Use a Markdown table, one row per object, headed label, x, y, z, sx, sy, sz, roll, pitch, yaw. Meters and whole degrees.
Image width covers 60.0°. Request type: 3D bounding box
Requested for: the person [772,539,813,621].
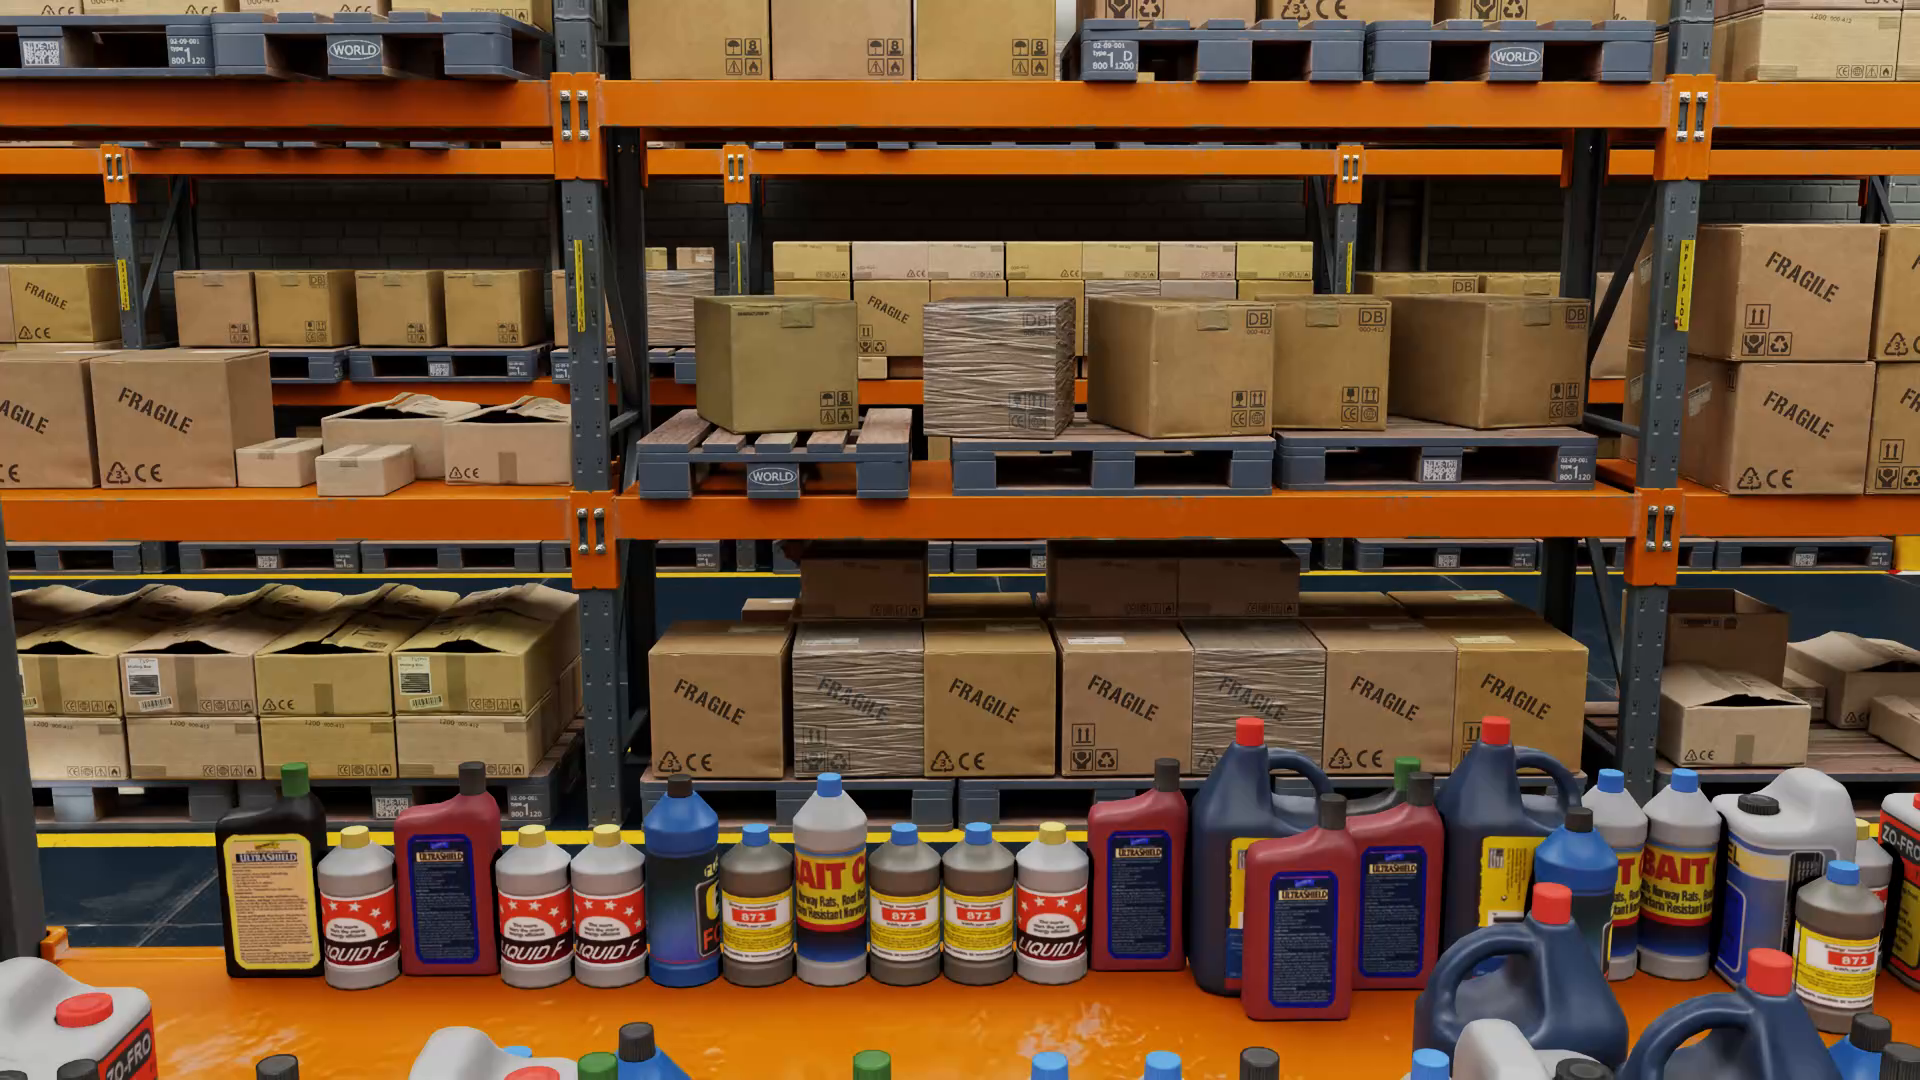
| label | x | y | z | sx | sy | sz | roll | pitch | yaw |
| --- | --- | --- | --- | --- | --- | --- | --- | --- | --- |
| person | -0.613 | 0.297 | 8.300 | 0.833 | 0.957 | 0.499 | 0 | 10 | -3 |
